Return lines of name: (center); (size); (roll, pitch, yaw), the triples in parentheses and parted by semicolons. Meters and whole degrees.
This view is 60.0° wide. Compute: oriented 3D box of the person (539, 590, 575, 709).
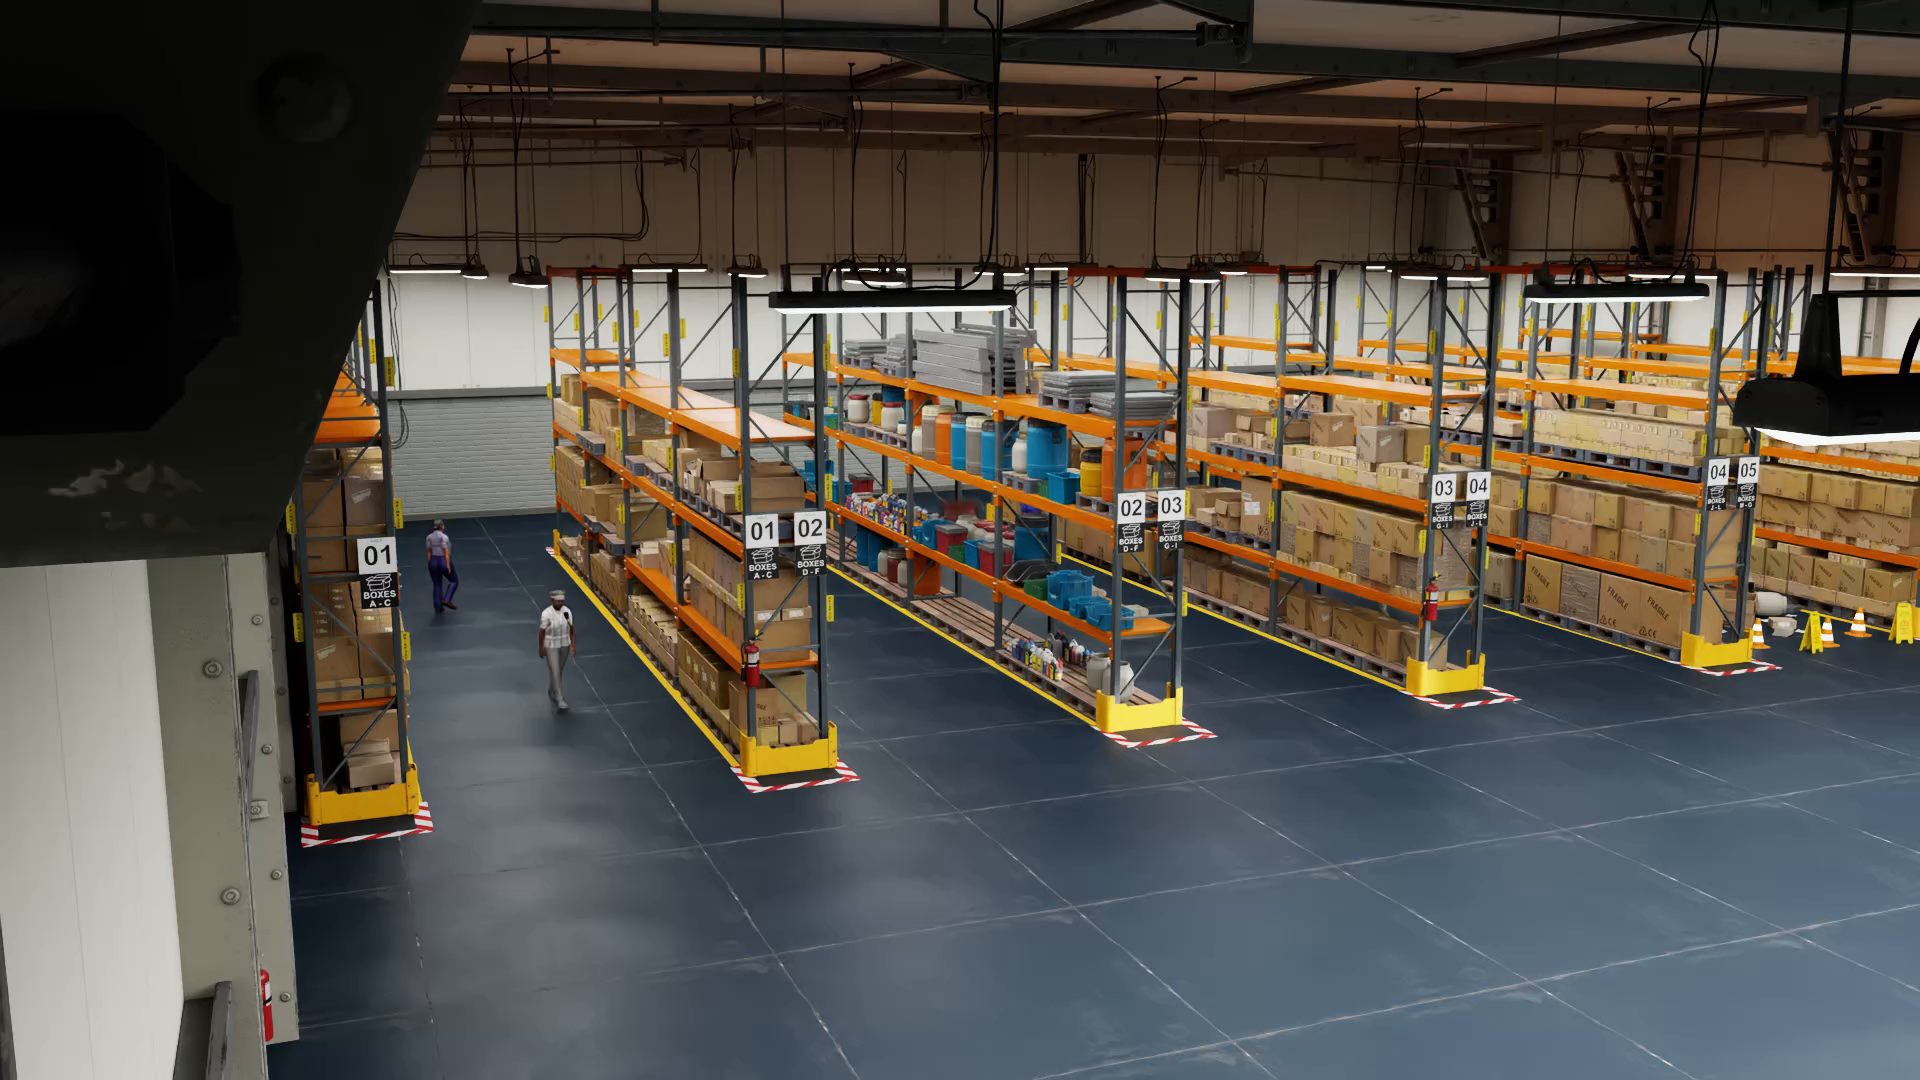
person: (-5.609, 1.485, 23.239); (0.500, 1.603, 0.959); (-9, 13, -42)

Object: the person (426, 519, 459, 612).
person: (-9.144, 0.451, 29.276); (0.525, 1.633, 0.440); (1, 10, 7)

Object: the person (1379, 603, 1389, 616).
person: (7.434, 0.489, 29.191); (0.537, 1.634, 0.681); (-1, 10, -6)

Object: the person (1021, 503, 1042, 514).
person: (1.468, -0.307, 33.690); (0.522, 1.587, 1.051); (-3, 10, -15)
